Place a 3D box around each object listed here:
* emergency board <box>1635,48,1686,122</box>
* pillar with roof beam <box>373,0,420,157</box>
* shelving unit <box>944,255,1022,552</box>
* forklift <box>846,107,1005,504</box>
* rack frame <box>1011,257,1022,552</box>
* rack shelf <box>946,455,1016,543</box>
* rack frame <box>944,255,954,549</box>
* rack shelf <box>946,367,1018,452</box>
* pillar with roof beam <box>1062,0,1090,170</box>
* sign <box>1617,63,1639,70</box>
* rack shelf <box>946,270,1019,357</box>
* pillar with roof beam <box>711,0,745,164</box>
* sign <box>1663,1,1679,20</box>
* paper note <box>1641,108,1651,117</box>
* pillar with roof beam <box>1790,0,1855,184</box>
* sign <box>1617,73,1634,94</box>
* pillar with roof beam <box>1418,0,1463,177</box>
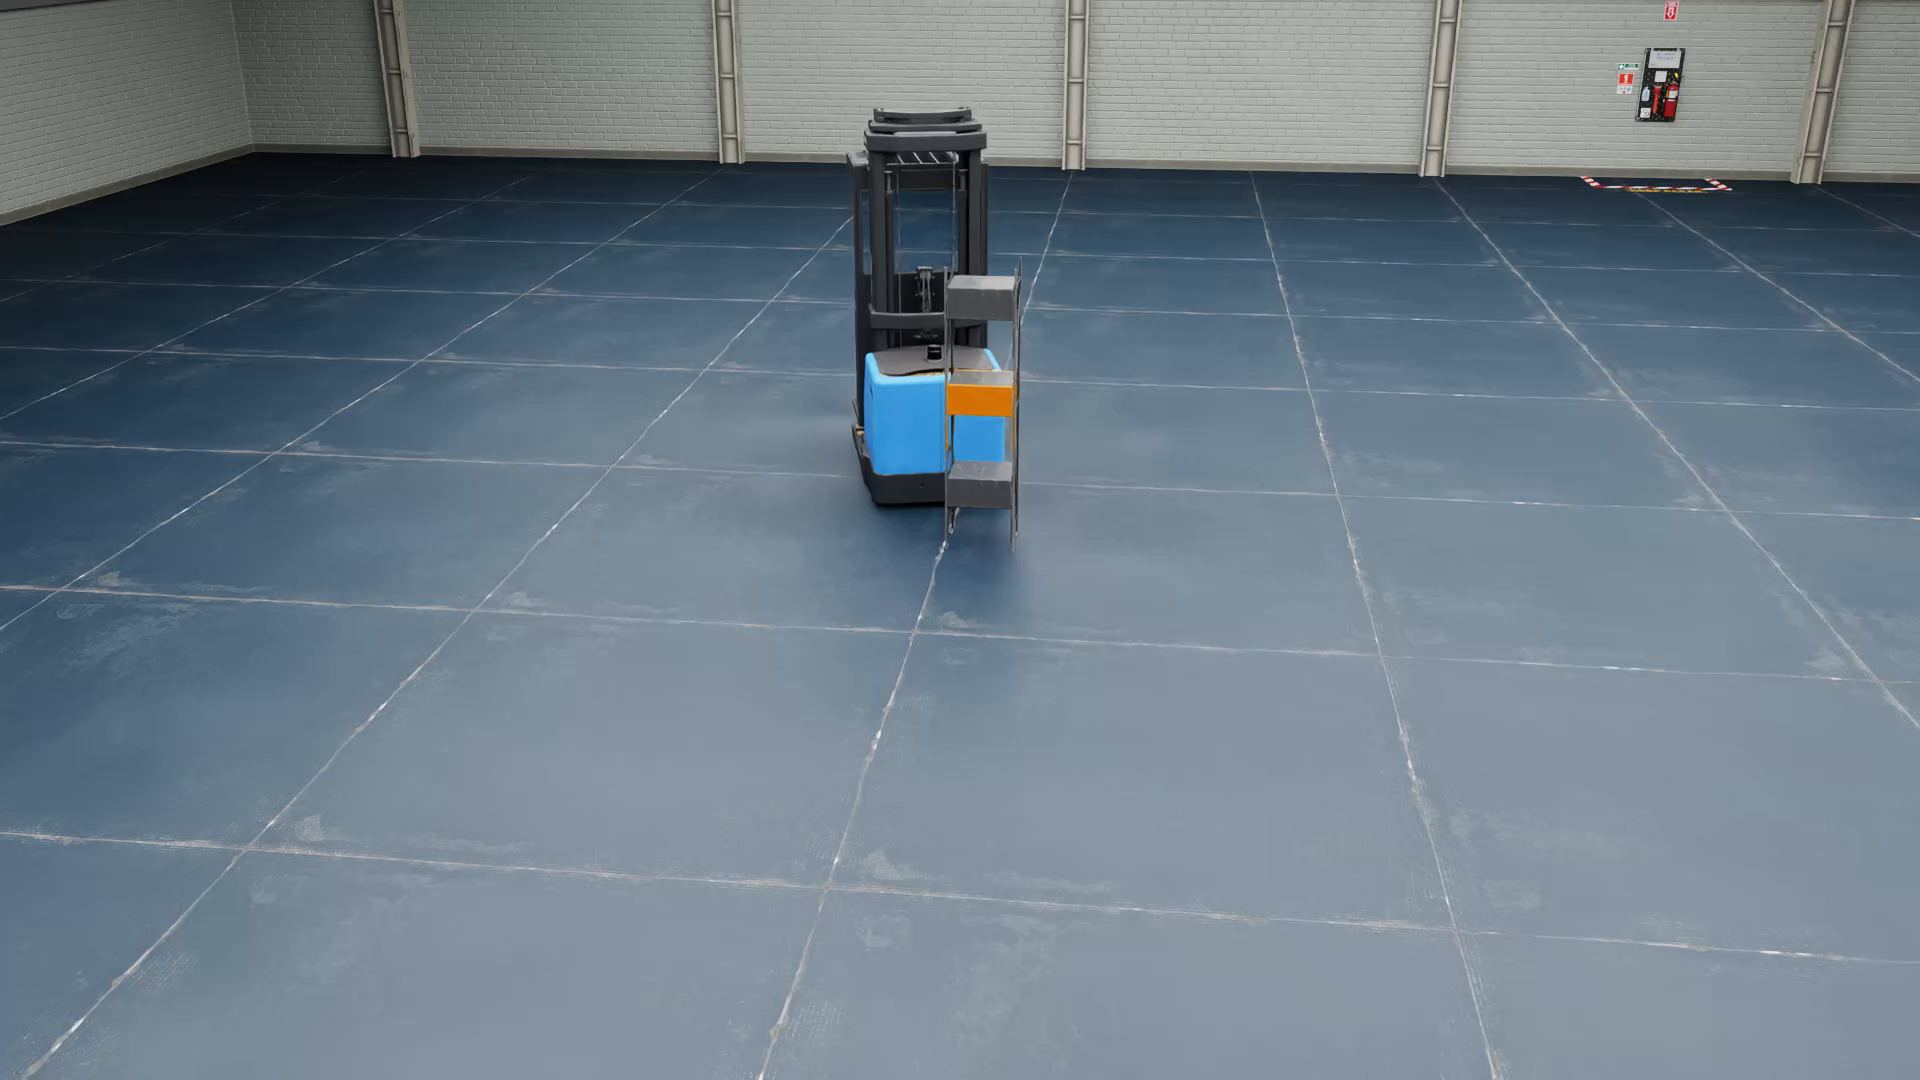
[{"bbox_3d":[11.425,-7.393,27.059,0.643,1.169,0.194,2,22,6],"label":"emergency board"},{"bbox_3d":[-10.465,-9.528,24.301,0.400,9.000,9.100,2,22,6],"label":"pillar with roof beam"},{"bbox_3d":[0.164,-0.969,12.036,0.503,2.100,0.431,2,22,6],"label":"shelving unit"},{"bbox_3d":[-0.350,-2.148,13.887,1.130,2.935,3.031,-3,22,-7],"label":"forklift"},{"bbox_3d":[0.407,-0.959,12.009,0.015,2.100,0.400,2,22,6],"label":"rack frame"},{"bbox_3d":[0.164,-0.306,12.298,0.480,0.518,0.431,2,22,6],"label":"rack shelf"},{"bbox_3d":[-0.078,-0.980,12.062,0.015,2.100,0.400,2,22,6],"label":"rack frame"},{"bbox_3d":[0.164,-0.957,12.041,0.480,0.518,0.431,2,22,6],"label":"rack shelf"},{"bbox_3d":[1.451,-9.009,22.988,0.400,9.000,9.100,2,22,6],"label":"pillar with roof beam"},{"bbox_3d":[10.892,-7.714,27.102,0.331,0.109,0.001,2,22,6],"label":"sign"},{"bbox_3d":[0.164,-1.608,11.783,0.480,0.518,0.431,2,22,6],"label":"rack shelf"},{"bbox_3d":[-4.507,-9.269,23.644,0.400,9.000,9.100,2,22,6],"label":"pillar with roof beam"},{"bbox_3d":[11.429,-8.507,26.725,0.199,0.298,0.001,2,22,6],"label":"sign"},{"bbox_3d":[11.257,-7.016,27.304,0.142,0.148,0.016,2,22,6],"label":"paper note"},{"bbox_3d":[13.368,-8.490,21.674,0.400,9.000,9.100,2,22,6],"label":"pillar with roof beam"},{"bbox_3d":[10.888,-7.471,27.208,0.234,0.329,0.001,2,22,6],"label":"sign"},{"bbox_3d":[7.410,-8.749,22.331,0.400,9.000,9.100,2,22,6],"label":"pillar with roof beam"}]
